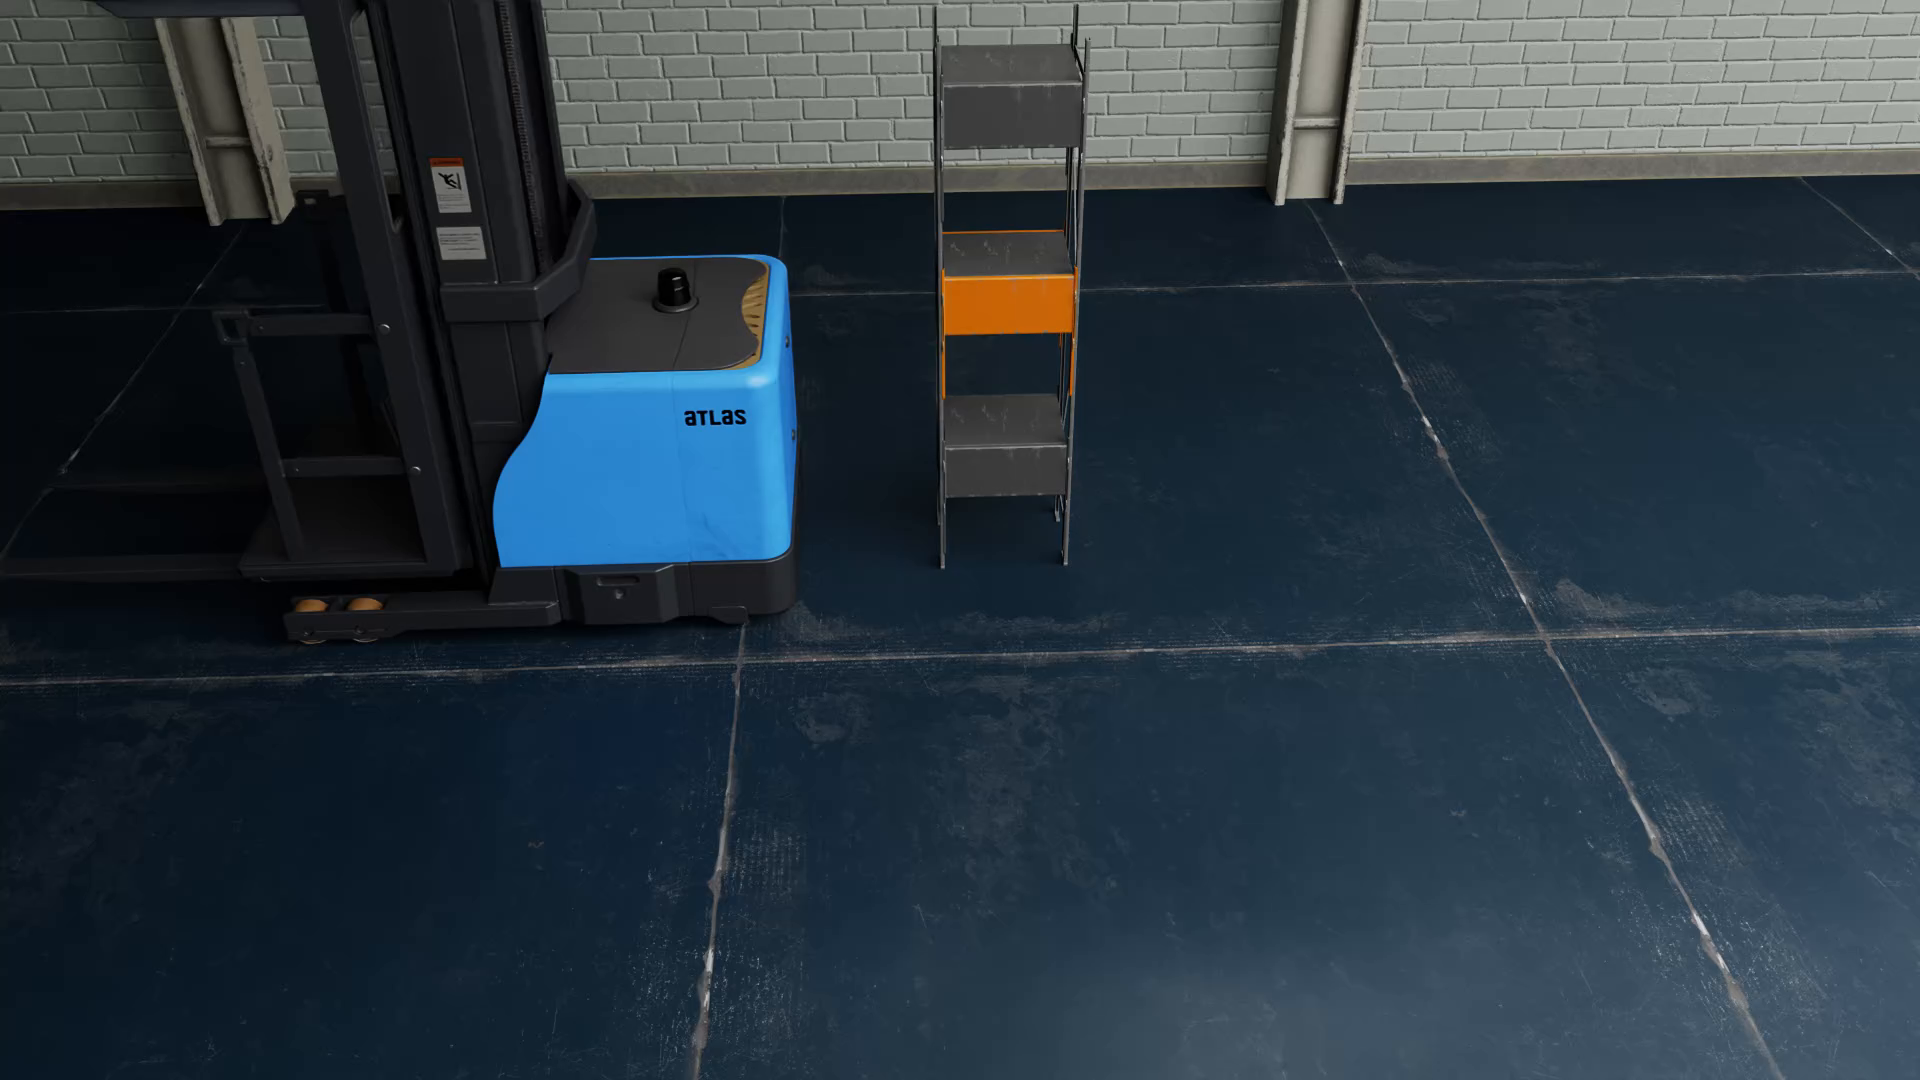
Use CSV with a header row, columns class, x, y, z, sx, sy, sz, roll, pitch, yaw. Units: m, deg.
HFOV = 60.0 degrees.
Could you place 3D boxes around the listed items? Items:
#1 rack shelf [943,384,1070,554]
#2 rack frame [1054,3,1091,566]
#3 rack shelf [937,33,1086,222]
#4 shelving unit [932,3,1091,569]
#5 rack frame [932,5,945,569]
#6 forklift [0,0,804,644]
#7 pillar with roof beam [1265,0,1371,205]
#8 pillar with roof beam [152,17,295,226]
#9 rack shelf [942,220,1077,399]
class,x,y,z,sx,sy,sz,roll,pitch,yaw
rack shelf,0.165,-0.281,6.565,0.480,0.518,0.431,-2,35,-2
rack frame,0.409,-0.874,6.168,0.015,2.100,0.400,-2,35,-2
rack shelf,0.165,-1.432,5.768,0.480,0.518,0.431,-2,35,-2
shelving unit,0.165,-0.868,6.159,0.503,2.100,0.431,-2,35,-2
rack frame,-0.078,-0.861,6.149,0.015,2.100,0.400,-2,35,-2
forklift,-2.151,-1.128,5.804,3.031,2.935,1.130,-2,35,-2
pillar with roof beam,2.195,-3.263,3.558,0.400,9.000,9.100,-2,35,-2
pillar with roof beam,-3.798,-3.102,3.324,0.400,9.000,9.100,-2,35,-2
rack shelf,0.165,-0.857,6.167,0.480,0.518,0.431,-2,35,-2
